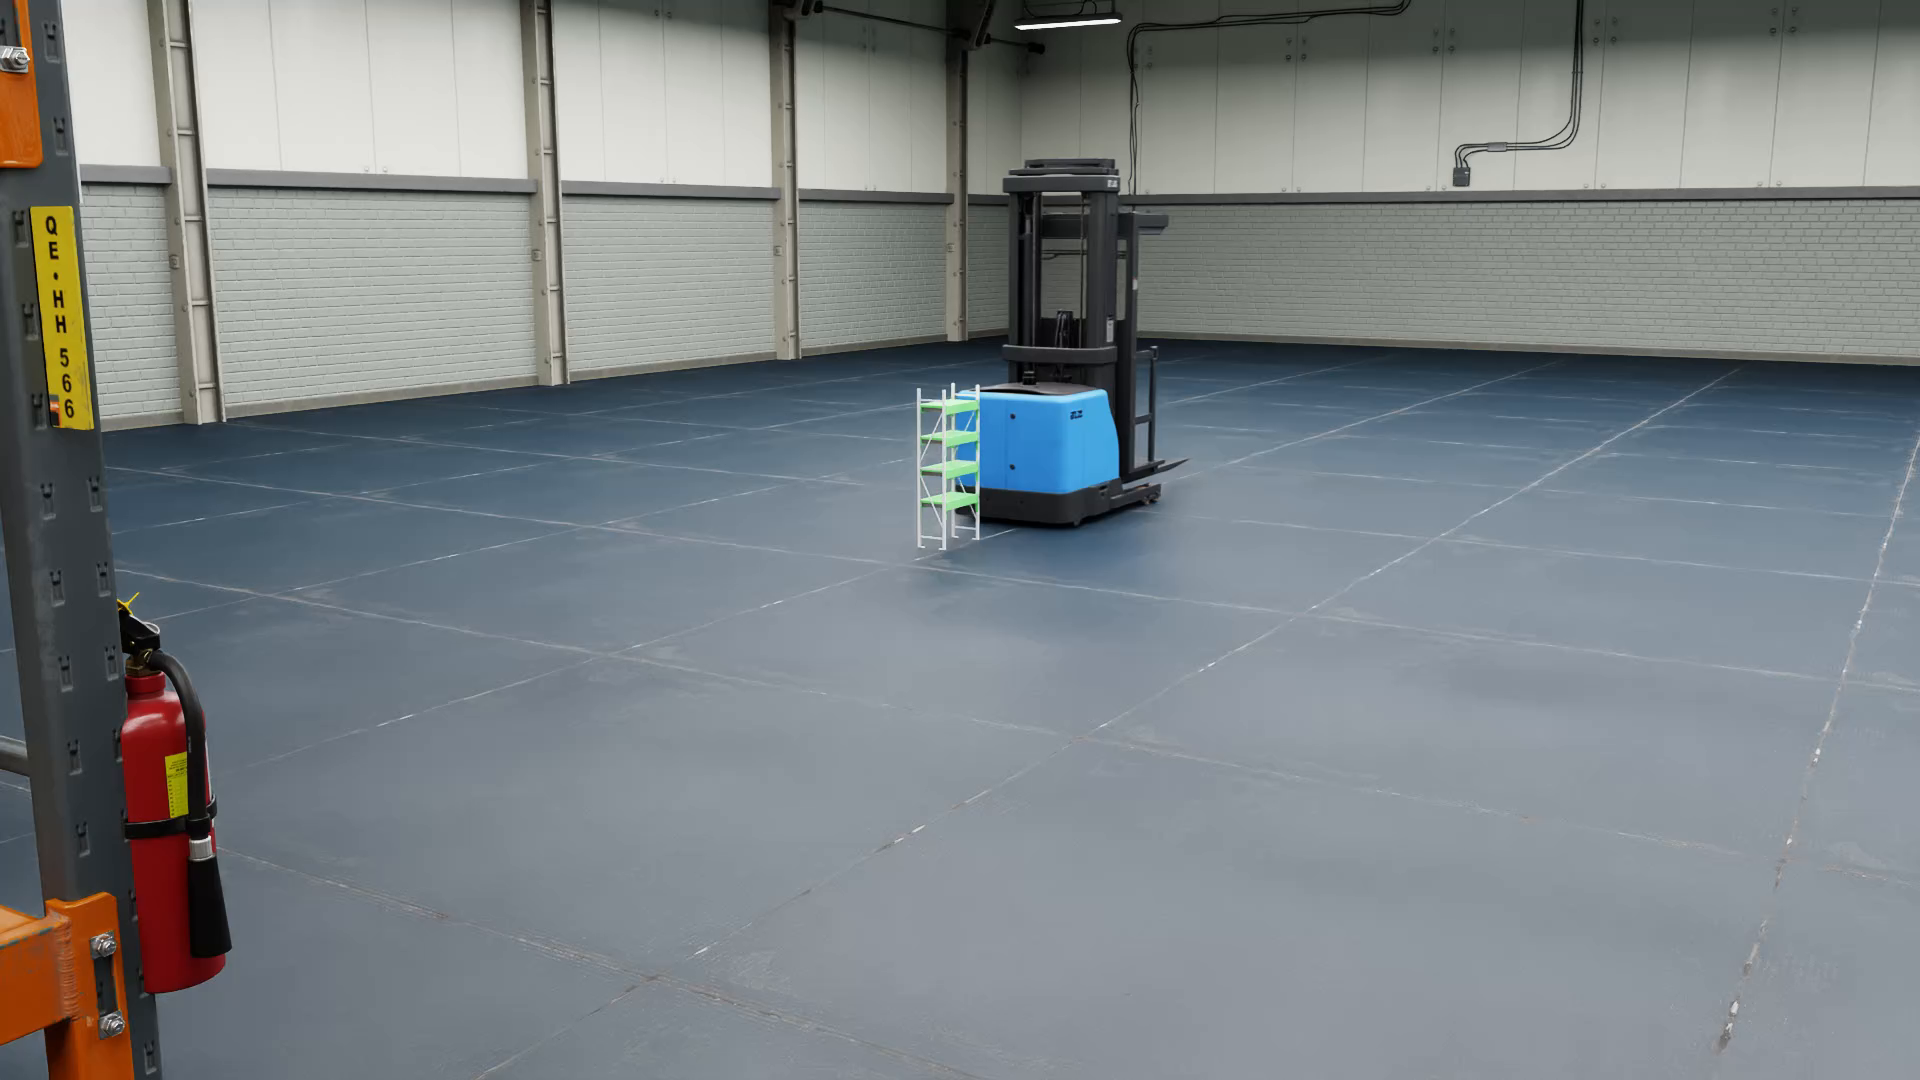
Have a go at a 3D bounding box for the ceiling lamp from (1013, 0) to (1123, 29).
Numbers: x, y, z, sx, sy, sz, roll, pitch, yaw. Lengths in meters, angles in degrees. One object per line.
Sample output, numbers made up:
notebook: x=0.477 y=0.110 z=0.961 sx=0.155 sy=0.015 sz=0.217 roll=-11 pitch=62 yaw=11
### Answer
ceiling lamp: x=1.991 y=-10.530 z=28.800 sx=2.000 sy=3.185 sz=0.800 roll=6 pitch=12 yaw=31

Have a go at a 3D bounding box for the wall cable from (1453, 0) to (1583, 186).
wall cable: x=10.703 y=-9.822 z=31.636 sx=2.305 sy=6.003 sz=0.169 roll=6 pitch=12 yaw=31

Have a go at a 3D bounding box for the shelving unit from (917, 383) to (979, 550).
shelving unit: x=-0.086 y=-0.564 z=12.619 sx=0.258 sy=1.200 sz=0.503 roll=6 pitch=12 yaw=31

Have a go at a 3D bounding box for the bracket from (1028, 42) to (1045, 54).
bracket: x=1.687 y=-10.896 z=36.834 sx=0.235 sy=0.232 sz=0.430 roll=6 pitch=12 yaw=31

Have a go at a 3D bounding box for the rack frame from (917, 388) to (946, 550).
rack frame: x=-0.213 y=-0.525 z=12.414 sx=0.240 sy=1.200 sz=0.015 roll=6 pitch=12 yaw=31

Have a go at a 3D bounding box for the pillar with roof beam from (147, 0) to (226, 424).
pillar with roof beam: x=-5.728 y=-5.481 z=17.689 sx=9.100 sy=9.000 sz=0.400 roll=6 pitch=12 yaw=31

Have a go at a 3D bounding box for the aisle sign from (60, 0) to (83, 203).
aisle sign: x=-1.503 y=-0.918 z=2.555 sx=0.394 sy=0.787 sz=0.004 roll=6 pitch=12 yaw=31

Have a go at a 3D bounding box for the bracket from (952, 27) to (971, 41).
bracket: x=0.026 y=-10.393 z=34.146 sx=0.235 sy=0.232 sz=0.430 roll=6 pitch=12 yaw=31

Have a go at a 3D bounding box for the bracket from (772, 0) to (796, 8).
bracket: x=-3.089 y=-9.449 z=29.106 sx=0.235 sy=0.232 sz=0.430 roll=6 pitch=12 yaw=31

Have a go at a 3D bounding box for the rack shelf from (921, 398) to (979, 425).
rack shelf: x=-0.086 y=-0.973 z=12.543 sx=0.258 sy=0.148 sz=0.480 roll=6 pitch=12 yaw=31

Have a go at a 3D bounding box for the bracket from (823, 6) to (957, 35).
bracket: x=-1.312 y=-9.988 z=31.982 sx=0.076 sy=0.066 sz=4.783 roll=6 pitch=12 yaw=31

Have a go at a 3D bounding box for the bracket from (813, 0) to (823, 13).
bracket: x=-2.658 y=-9.580 z=29.803 sx=0.235 sy=0.232 sz=0.430 roll=6 pitch=12 yaw=31

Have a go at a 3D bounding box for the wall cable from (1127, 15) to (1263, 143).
wall cable: x=4.910 y=-9.757 z=35.247 sx=3.097 sy=2.526 sz=0.112 roll=6 pitch=12 yaw=31

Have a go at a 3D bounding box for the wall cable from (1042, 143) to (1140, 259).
wall cable: x=2.597 y=-7.533 z=37.093 sx=3.097 sy=2.526 sz=0.112 roll=6 pitch=12 yaw=31

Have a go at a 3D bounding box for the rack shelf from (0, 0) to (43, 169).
rack shelf: x=-2.830 y=-0.465 z=1.005 sx=1.077 sy=0.370 sz=4.000 roll=6 pitch=12 yaw=31

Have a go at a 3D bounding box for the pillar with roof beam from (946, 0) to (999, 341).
pillar with roof beam: x=3.617 y=-8.311 z=32.810 sx=9.100 sy=9.000 sz=0.548 roll=6 pitch=12 yaw=31

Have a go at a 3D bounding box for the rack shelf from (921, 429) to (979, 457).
rack shelf: x=-0.086 y=-0.737 z=12.587 sx=0.258 sy=0.148 sz=0.480 roll=6 pitch=12 yaw=31

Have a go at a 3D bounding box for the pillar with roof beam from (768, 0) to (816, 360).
pillar with roof beam: x=0.502 y=-7.368 z=27.770 sx=9.100 sy=9.000 sz=0.548 roll=6 pitch=12 yaw=31

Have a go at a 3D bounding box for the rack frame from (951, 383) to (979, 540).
rack frame: x=0.041 y=-0.602 z=12.824 sx=0.240 sy=1.200 sz=0.015 roll=6 pitch=12 yaw=31

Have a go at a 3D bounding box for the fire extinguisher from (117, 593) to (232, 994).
fire extinguisher: x=-1.338 y=0.405 z=2.763 sx=0.296 sy=0.674 sz=0.183 roll=6 pitch=12 yaw=31

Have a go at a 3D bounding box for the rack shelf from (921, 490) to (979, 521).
rack shelf: x=-0.086 y=-0.265 z=12.675 sx=0.258 sy=0.148 sz=0.480 roll=6 pitch=12 yaw=31

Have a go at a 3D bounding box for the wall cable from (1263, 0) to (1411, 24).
wall cable: x=7.555 y=-11.697 z=33.250 sx=3.097 sy=2.526 sz=0.112 roll=6 pitch=12 yaw=31

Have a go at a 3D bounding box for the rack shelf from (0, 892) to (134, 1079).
rack shelf: x=-2.830 y=1.009 z=1.281 sx=1.077 sy=0.370 sz=4.000 roll=6 pitch=12 yaw=31

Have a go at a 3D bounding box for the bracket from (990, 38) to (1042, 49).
bracket: x=1.380 y=-10.803 z=36.338 sx=0.076 sy=0.066 sz=3.189 roll=6 pitch=12 yaw=31

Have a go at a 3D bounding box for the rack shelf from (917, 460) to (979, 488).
rack shelf: x=-0.086 y=-0.501 z=12.631 sx=0.258 sy=0.148 sz=0.480 roll=6 pitch=12 yaw=31

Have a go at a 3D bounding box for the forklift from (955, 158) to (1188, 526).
forklift: x=1.117 y=-1.780 z=14.411 sx=1.130 sy=2.935 sz=3.031 roll=6 pitch=12 yaw=29

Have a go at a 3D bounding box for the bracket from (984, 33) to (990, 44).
bracket: x=0.457 y=-10.523 z=34.843 sx=0.235 sy=0.232 sz=0.430 roll=6 pitch=12 yaw=31
